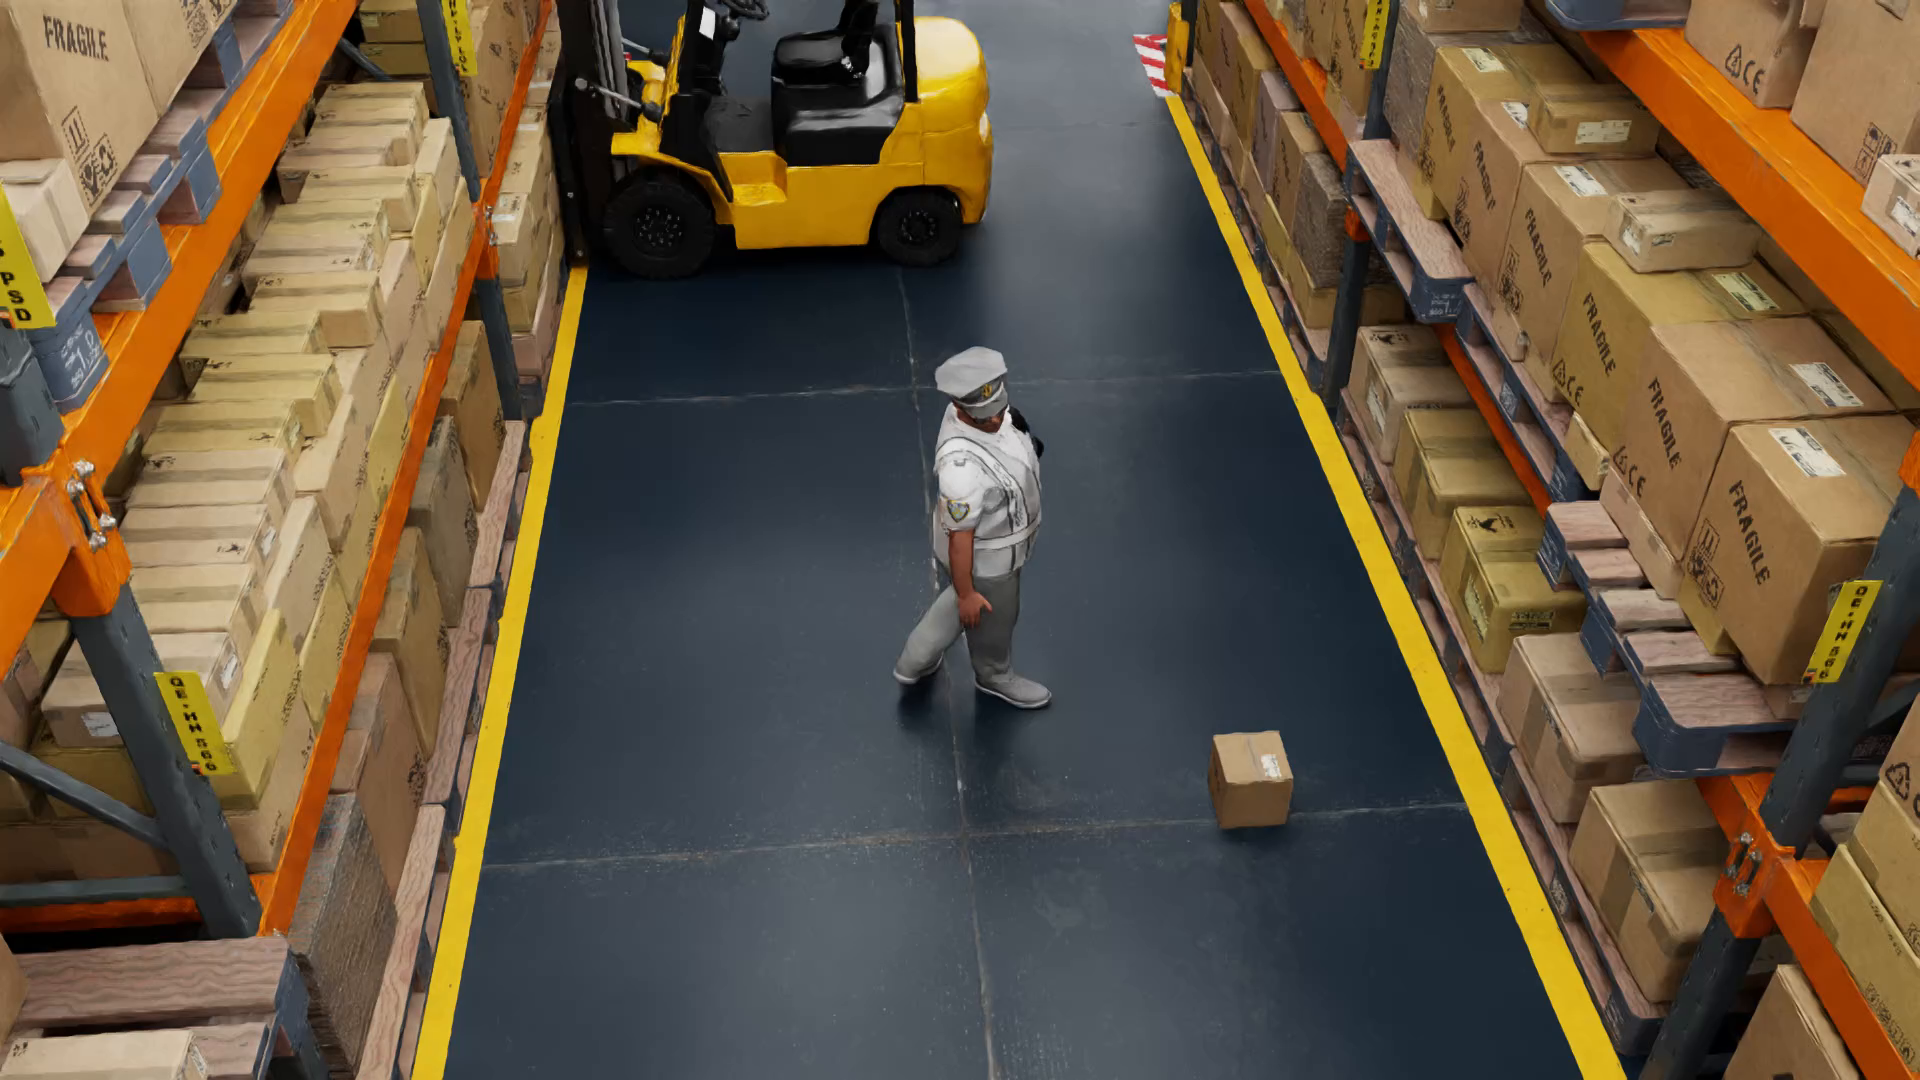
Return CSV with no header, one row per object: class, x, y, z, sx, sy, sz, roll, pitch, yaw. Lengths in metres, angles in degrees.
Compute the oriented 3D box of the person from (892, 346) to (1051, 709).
person,0.049,0.005,6.166,0.640,1.706,0.587,0,39,0
